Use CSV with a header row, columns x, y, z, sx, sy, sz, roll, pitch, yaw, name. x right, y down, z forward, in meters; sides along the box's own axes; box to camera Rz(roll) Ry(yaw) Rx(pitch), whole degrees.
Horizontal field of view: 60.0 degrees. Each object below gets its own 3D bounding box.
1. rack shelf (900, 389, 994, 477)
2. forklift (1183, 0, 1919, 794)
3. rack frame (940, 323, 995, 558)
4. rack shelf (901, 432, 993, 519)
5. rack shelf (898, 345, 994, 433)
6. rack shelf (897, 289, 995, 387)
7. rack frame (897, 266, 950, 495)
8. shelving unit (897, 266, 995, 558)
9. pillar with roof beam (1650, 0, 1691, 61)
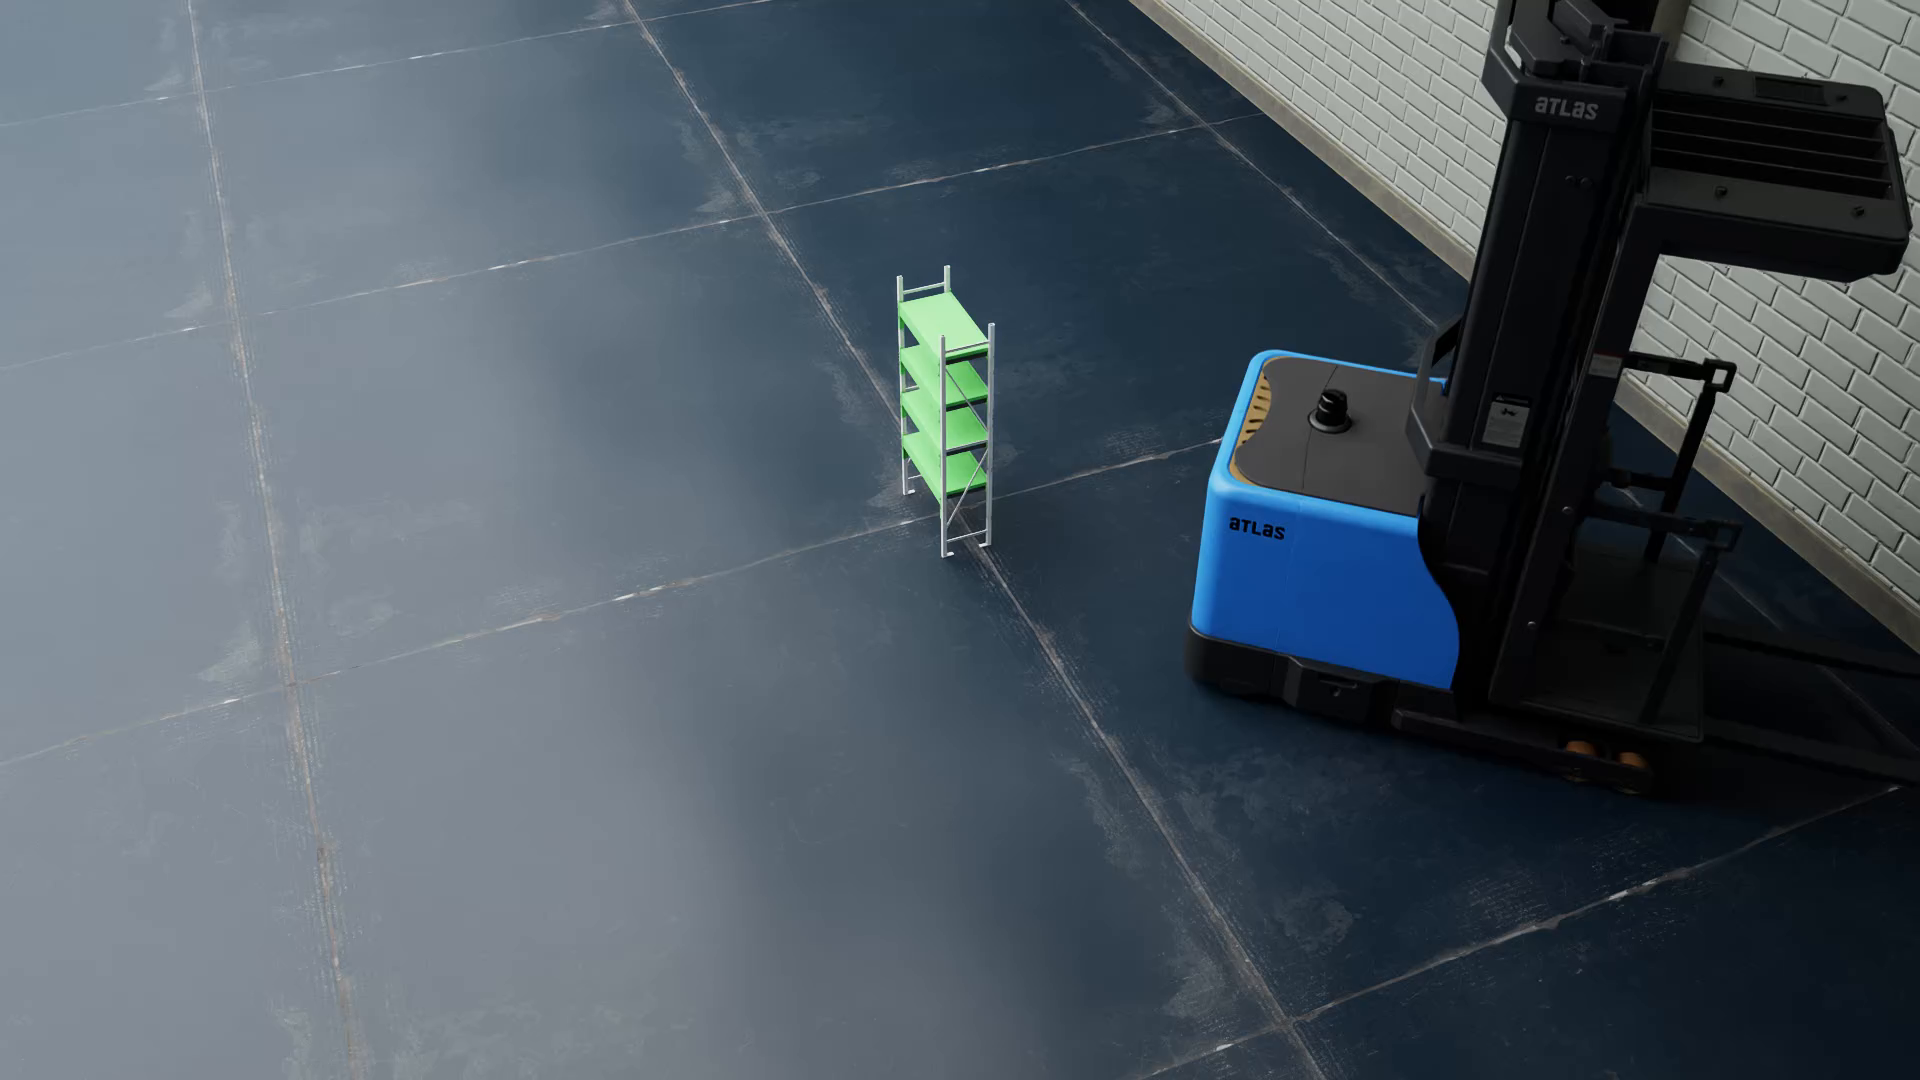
x,y,z,sx,sy,sz,roll,pitch,yaw,name
-0.063,-0.506,7.435,0.258,0.148,0.480,-15,43,-17,rack shelf
2.508,-0.510,6.014,3.031,2.935,1.130,12,42,14,forklift
0.030,-0.408,7.222,0.240,1.200,0.015,-15,43,-17,rack frame
-0.063,-0.324,7.592,0.258,0.148,0.480,-15,43,-17,rack shelf
-0.063,-0.688,7.279,0.258,0.148,0.480,-15,43,-17,rack shelf
-0.063,-0.870,7.122,0.258,0.148,0.480,-15,43,-17,rack shelf
-0.157,-0.702,7.564,0.240,1.200,0.015,-15,43,-17,rack frame
-0.063,-0.555,7.393,0.258,1.200,0.503,-15,43,-17,shelving unit
-0.935,-3.309,4.615,9.100,9.000,0.400,-15,43,-17,pillar with roof beam
